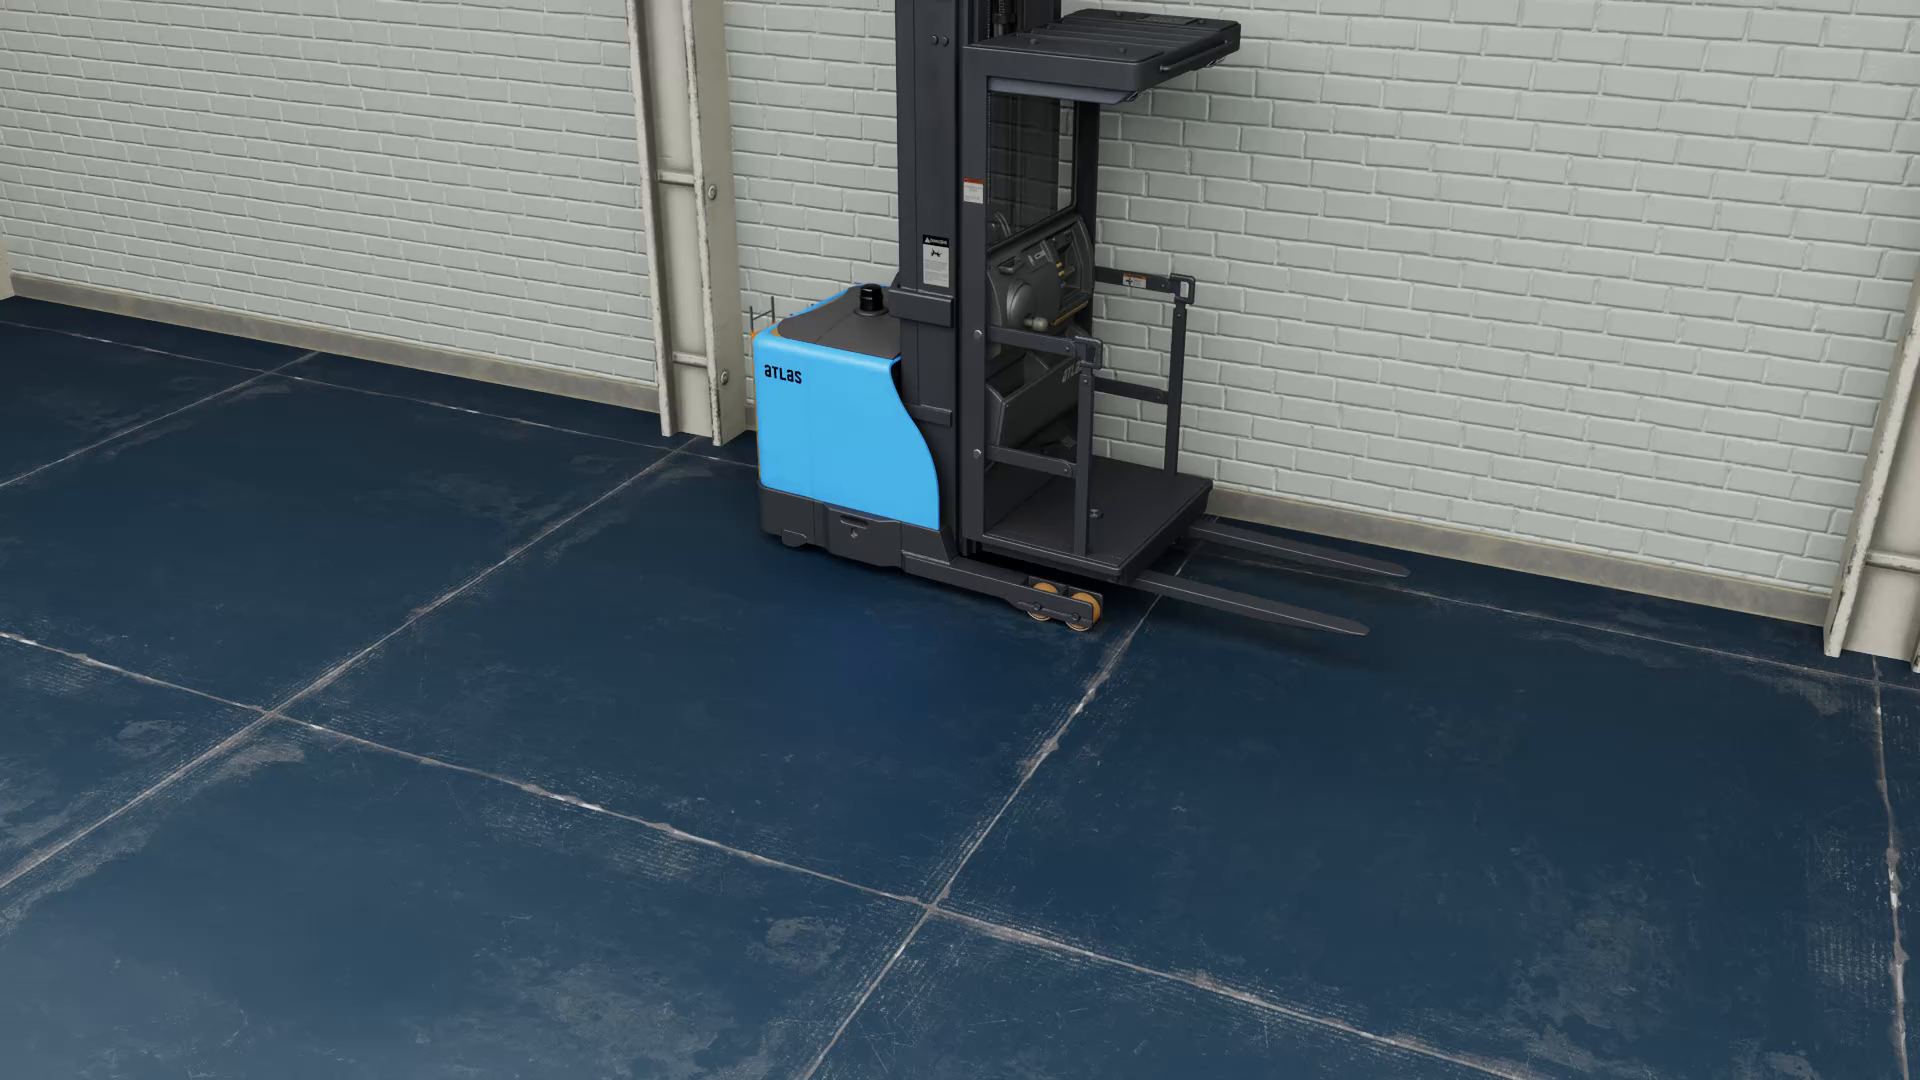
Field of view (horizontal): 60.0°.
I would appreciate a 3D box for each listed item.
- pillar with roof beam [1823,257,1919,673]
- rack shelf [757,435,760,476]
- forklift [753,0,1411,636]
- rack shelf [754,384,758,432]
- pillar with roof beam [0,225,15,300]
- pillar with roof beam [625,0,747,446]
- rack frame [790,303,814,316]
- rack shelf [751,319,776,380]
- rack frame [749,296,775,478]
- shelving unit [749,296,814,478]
[{"bbox_3d":[2.224,-1.833,1.784,0.400,9.000,9.100,11,28,22],"label":"pillar with roof beam"},{"bbox_3d":[-0.884,-0.434,8.596,0.240,0.259,0.215,14,30,26],"label":"rack shelf"},{"bbox_3d":[0.546,-1.177,7.323,3.031,2.935,1.130,14,30,26],"label":"forklift"},{"bbox_3d":[-0.884,-0.683,8.473,0.240,0.259,0.215,14,30,26],"label":"rack shelf"},{"bbox_3d":[-8.700,-4.027,6.241,0.400,9.000,9.100,11,28,22],"label":"pillar with roof beam"},{"bbox_3d":[-3.238,-2.930,4.013,0.400,9.000,9.100,11,28,22],"label":"pillar with roof beam"},{"bbox_3d":[-0.778,-0.666,8.414,0.008,1.050,0.200,14,30,26],"label":"rack frame"},{"bbox_3d":[-0.884,-0.938,8.348,0.240,0.259,0.215,14,30,26],"label":"rack shelf"},{"bbox_3d":[-0.990,-0.720,8.523,0.008,1.050,0.200,14,30,26],"label":"rack frame"},{"bbox_3d":[-0.884,-0.693,8.469,0.252,1.050,0.215,14,30,26],"label":"shelving unit"}]
